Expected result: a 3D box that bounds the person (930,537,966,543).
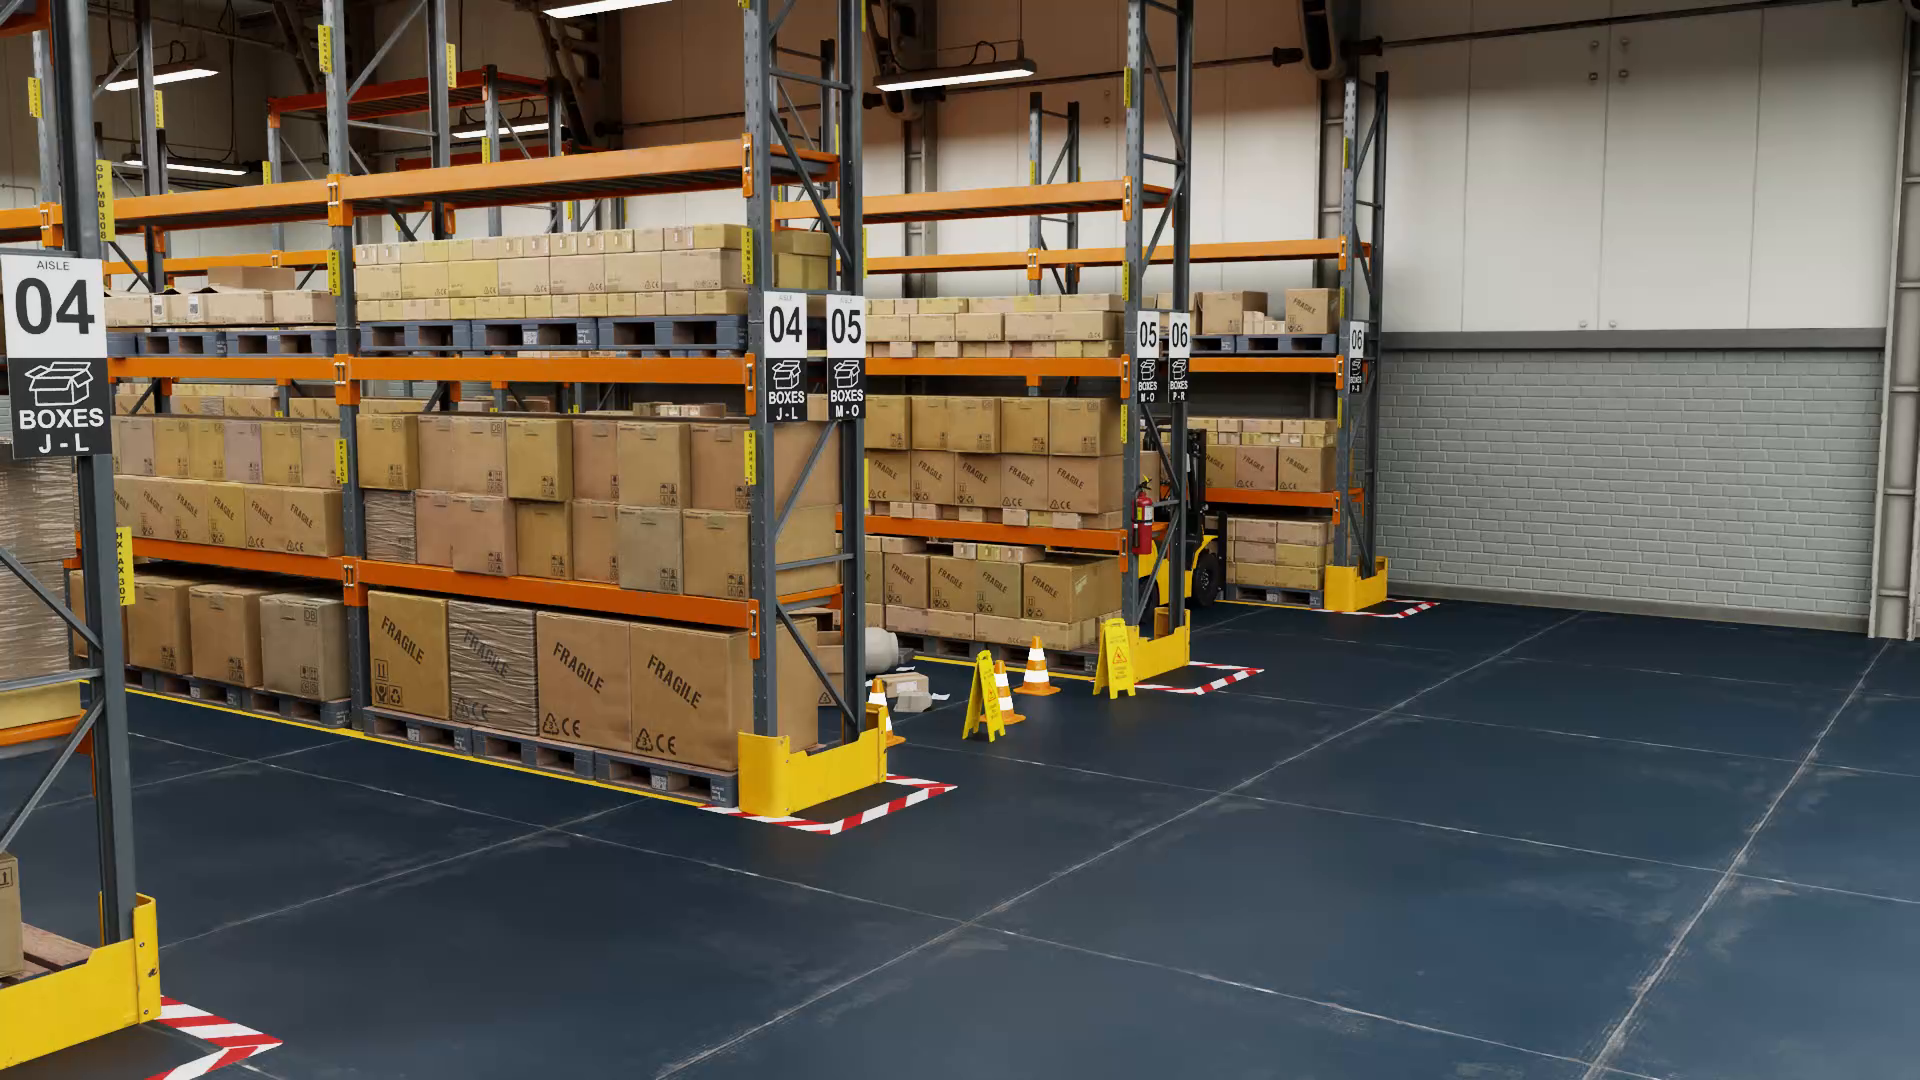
[{"bbox_3d":[-0.039,-0.054,18.226,0.631,1.720,0.568,1,6,5],"label":"person"}]
